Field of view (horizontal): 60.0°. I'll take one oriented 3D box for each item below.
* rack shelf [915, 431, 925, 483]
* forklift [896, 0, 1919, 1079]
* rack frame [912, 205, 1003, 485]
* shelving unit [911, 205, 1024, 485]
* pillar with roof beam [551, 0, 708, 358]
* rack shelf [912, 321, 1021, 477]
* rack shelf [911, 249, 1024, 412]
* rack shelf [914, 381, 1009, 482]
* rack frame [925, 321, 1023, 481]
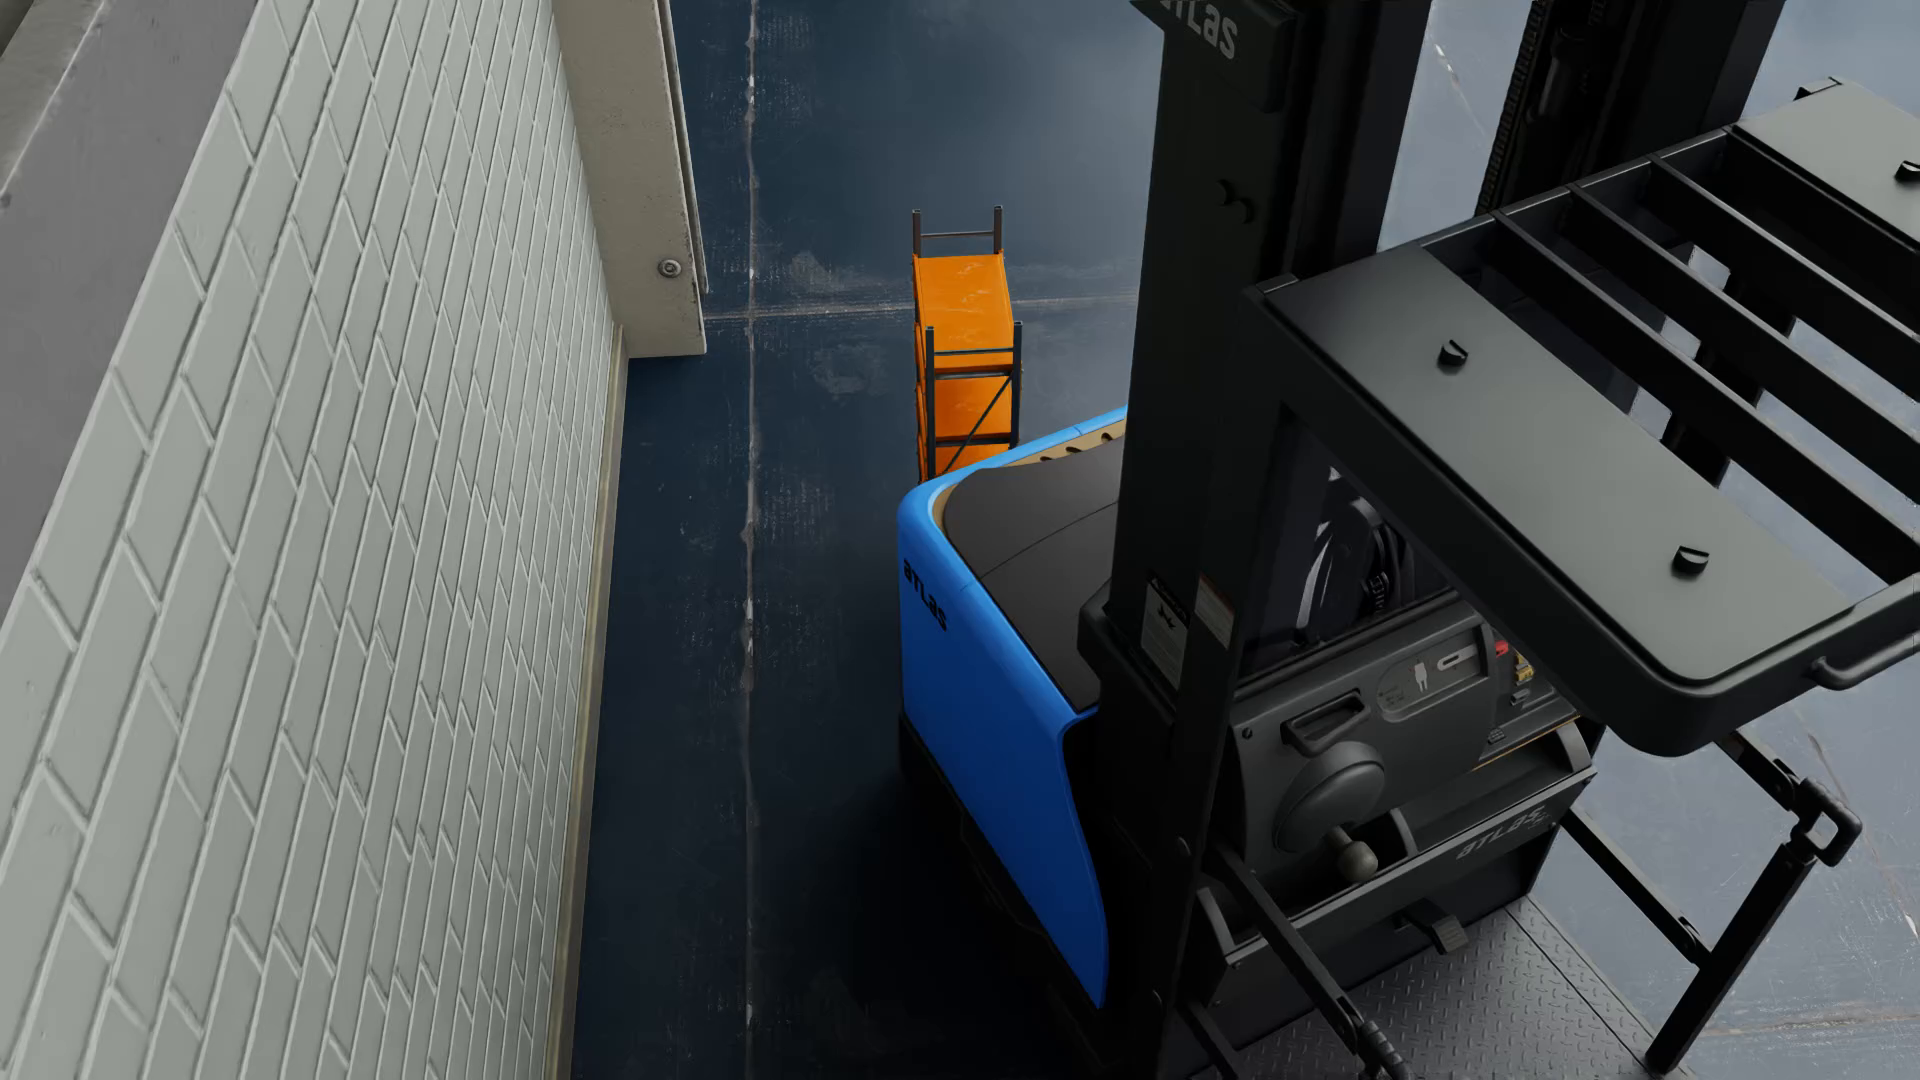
[{"bbox_3d":[0.014,-0.110,4.894,0.258,0.148,0.480,-3,47,-3],"label":"rack shelf"},{"bbox_3d":[0.982,0.392,2.860,1.130,2.935,3.031,-22,50,-19],"label":"forklift"},{"bbox_3d":[-0.007,-0.469,4.868,0.240,1.200,0.015,-3,47,-3],"label":"rack frame"},{"bbox_3d":[0.014,-0.293,4.701,0.258,1.200,0.503,-3,47,-3],"label":"shelving unit"},{"bbox_3d":[3.222,-4.148,2.980,9.100,9.000,0.400,-3,47,-3],"label":"pillar with roof beam"},{"bbox_3d":[0.014,-0.400,4.587,0.258,0.148,0.480,-3,47,-3],"label":"rack shelf"},{"bbox_3d":[0.014,-0.563,4.416,0.258,0.148,0.480,-3,47,-3],"label":"rack shelf"},{"bbox_3d":[0.014,-0.247,4.750,0.258,0.148,0.480,-3,47,-3],"label":"rack shelf"},{"bbox_3d":[0.034,-0.116,4.534,0.240,1.200,0.015,-3,47,-3],"label":"rack frame"}]
